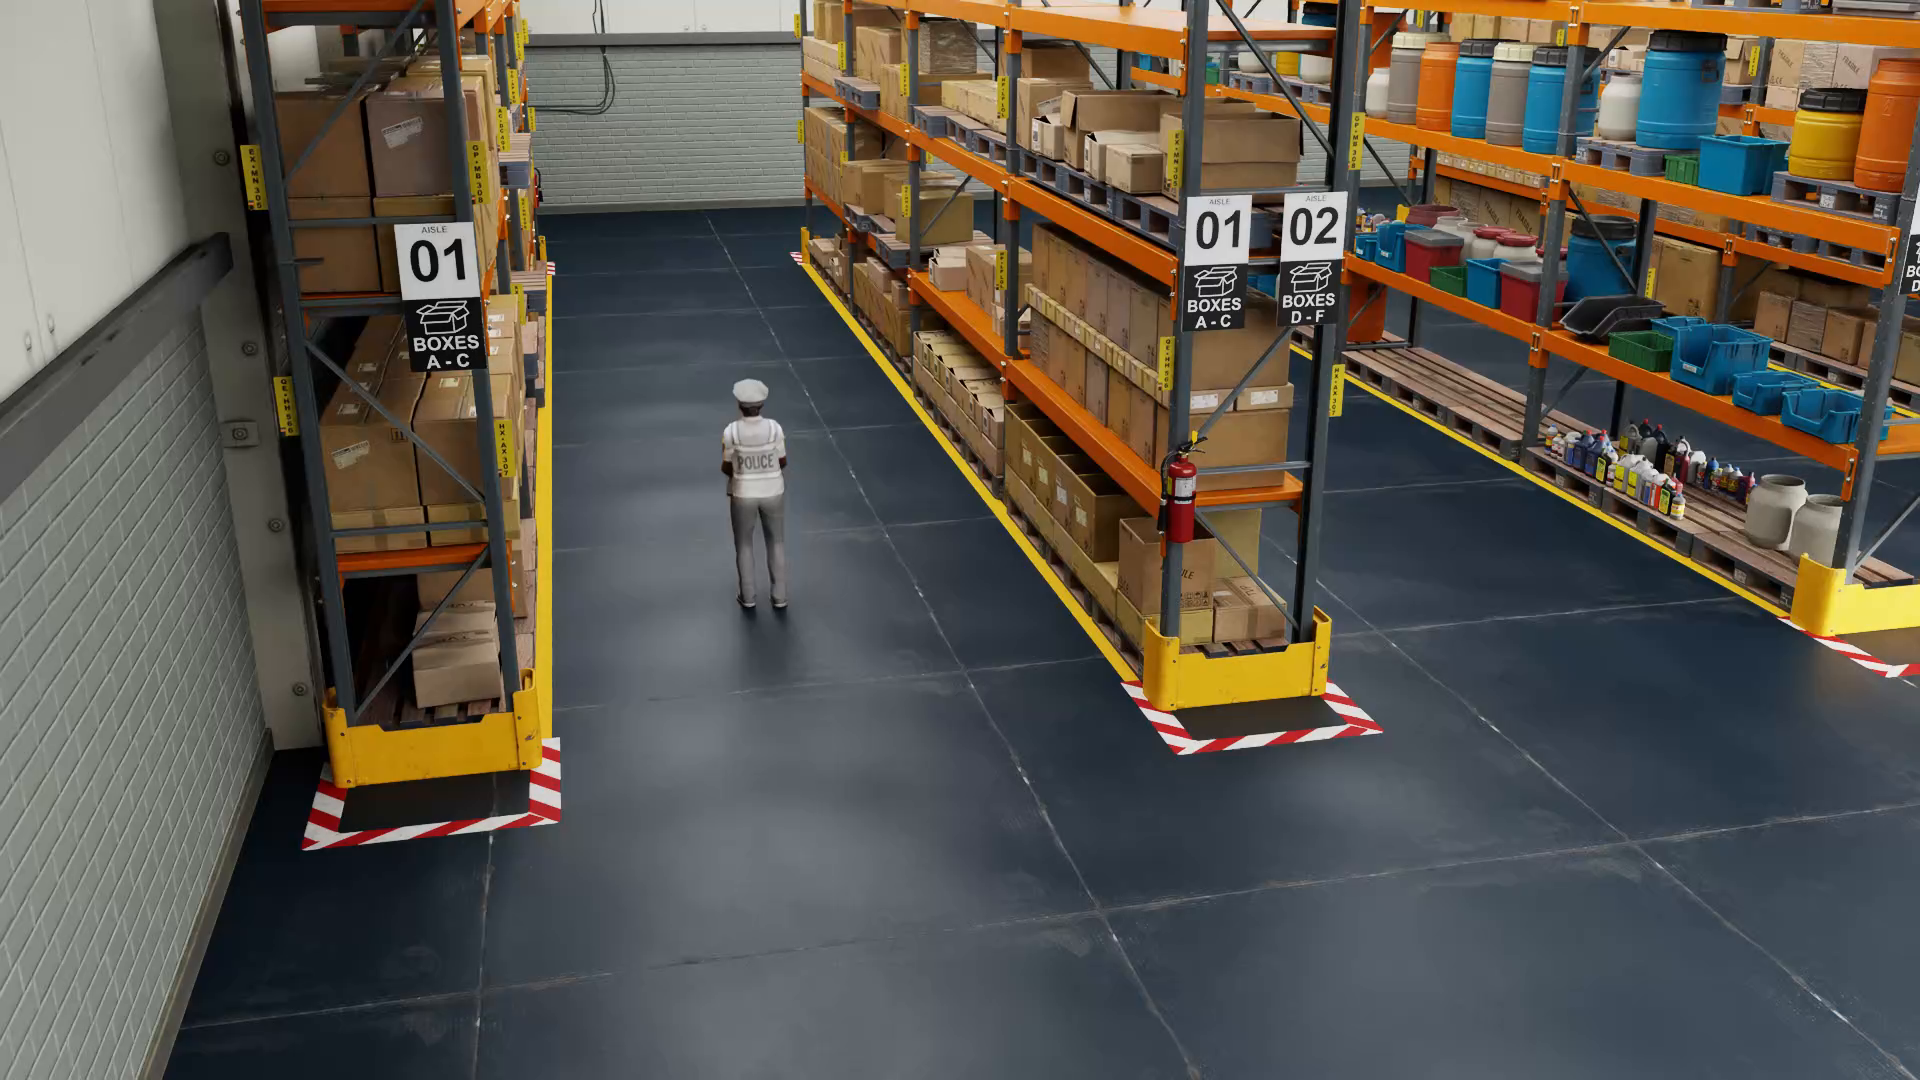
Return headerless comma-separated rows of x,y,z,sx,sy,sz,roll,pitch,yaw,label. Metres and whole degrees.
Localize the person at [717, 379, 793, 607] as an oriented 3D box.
-1.475,-0.316,11.944,0.532,1.664,0.421,-6,21,-15,person
